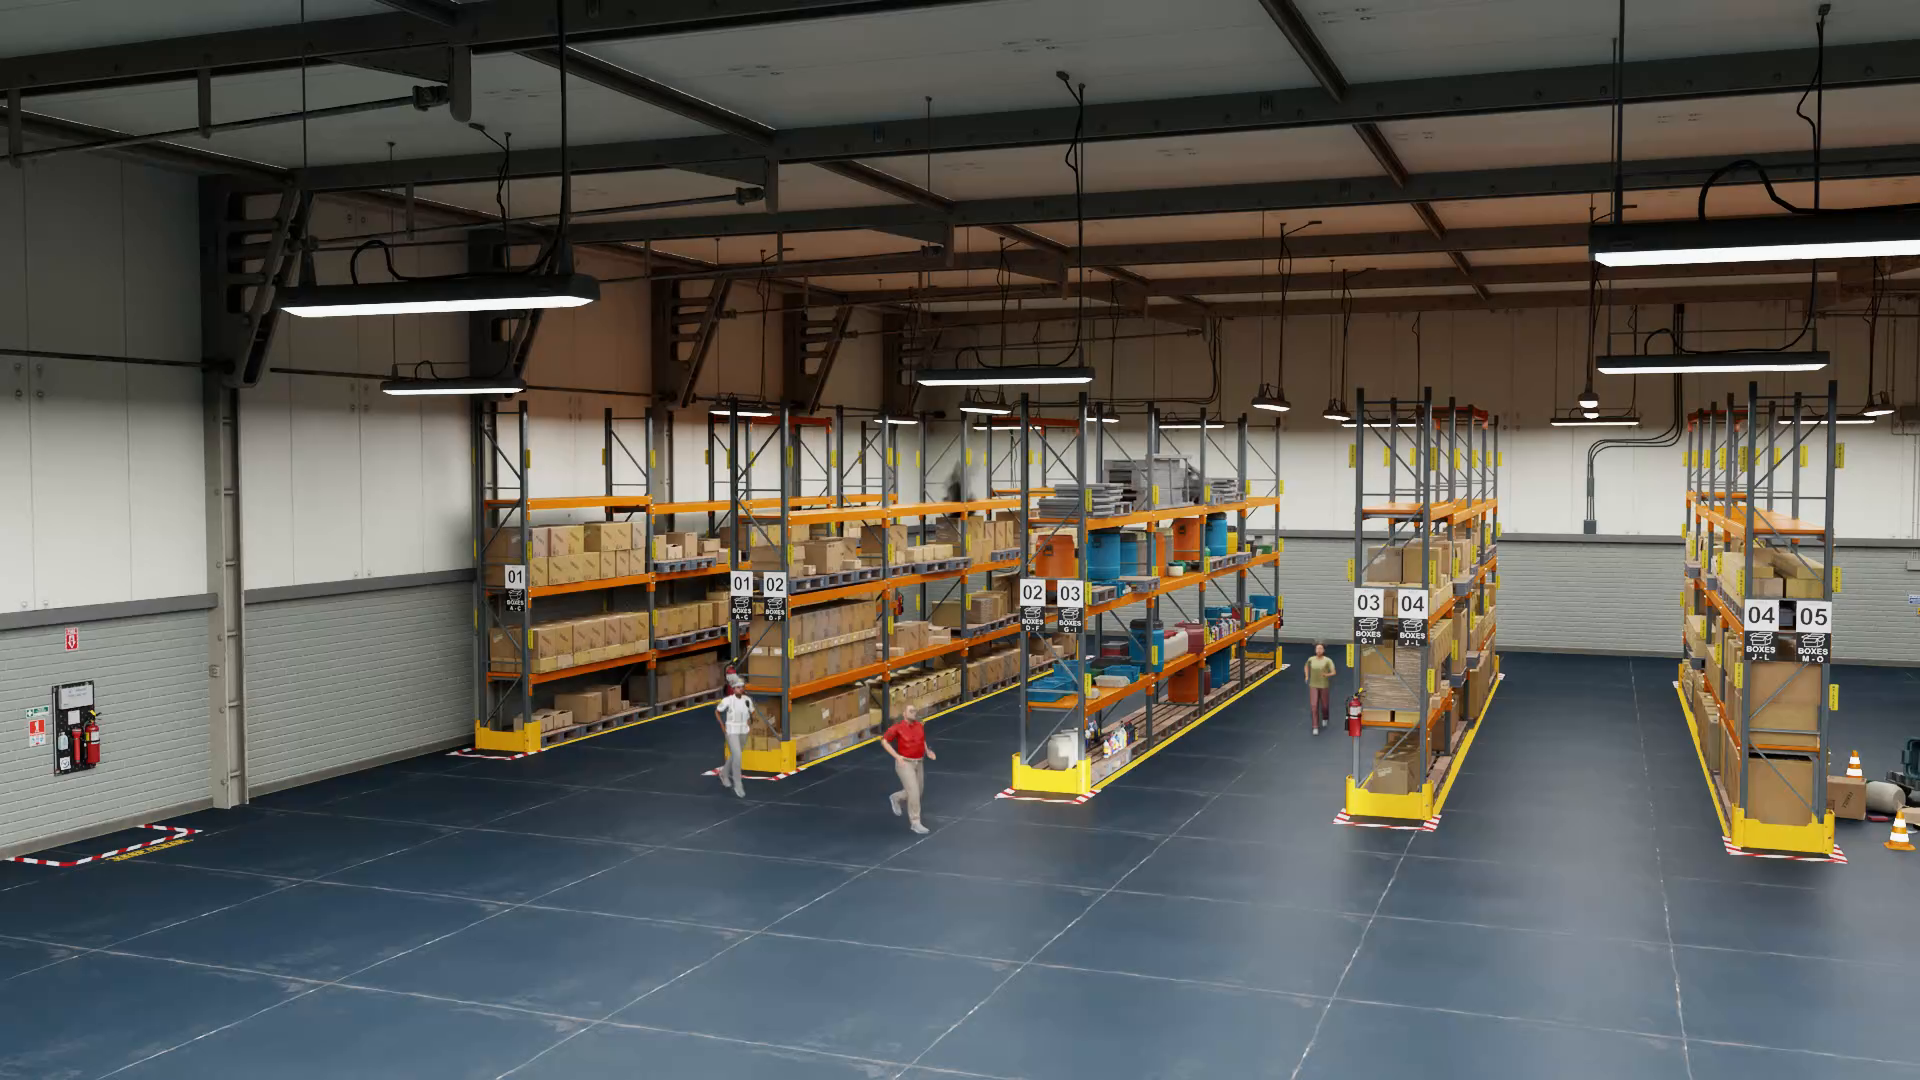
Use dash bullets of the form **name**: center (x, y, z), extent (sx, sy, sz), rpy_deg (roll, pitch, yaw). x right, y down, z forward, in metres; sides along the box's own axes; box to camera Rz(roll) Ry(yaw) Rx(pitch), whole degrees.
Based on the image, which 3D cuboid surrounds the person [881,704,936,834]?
- **person**: center (-0.710, 3.070, 22.499), extent (0.830, 1.721, 0.663), rpy_deg (3, 4, 45)

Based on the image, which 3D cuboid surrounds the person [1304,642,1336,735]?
- **person**: center (6.559, 2.689, 30.345), extent (0.586, 1.645, 0.914), rpy_deg (1, 3, 18)

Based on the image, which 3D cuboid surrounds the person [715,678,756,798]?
- **person**: center (-3.330, 2.927, 24.954), extent (0.599, 1.747, 0.794), rpy_deg (-2, 4, -38)
